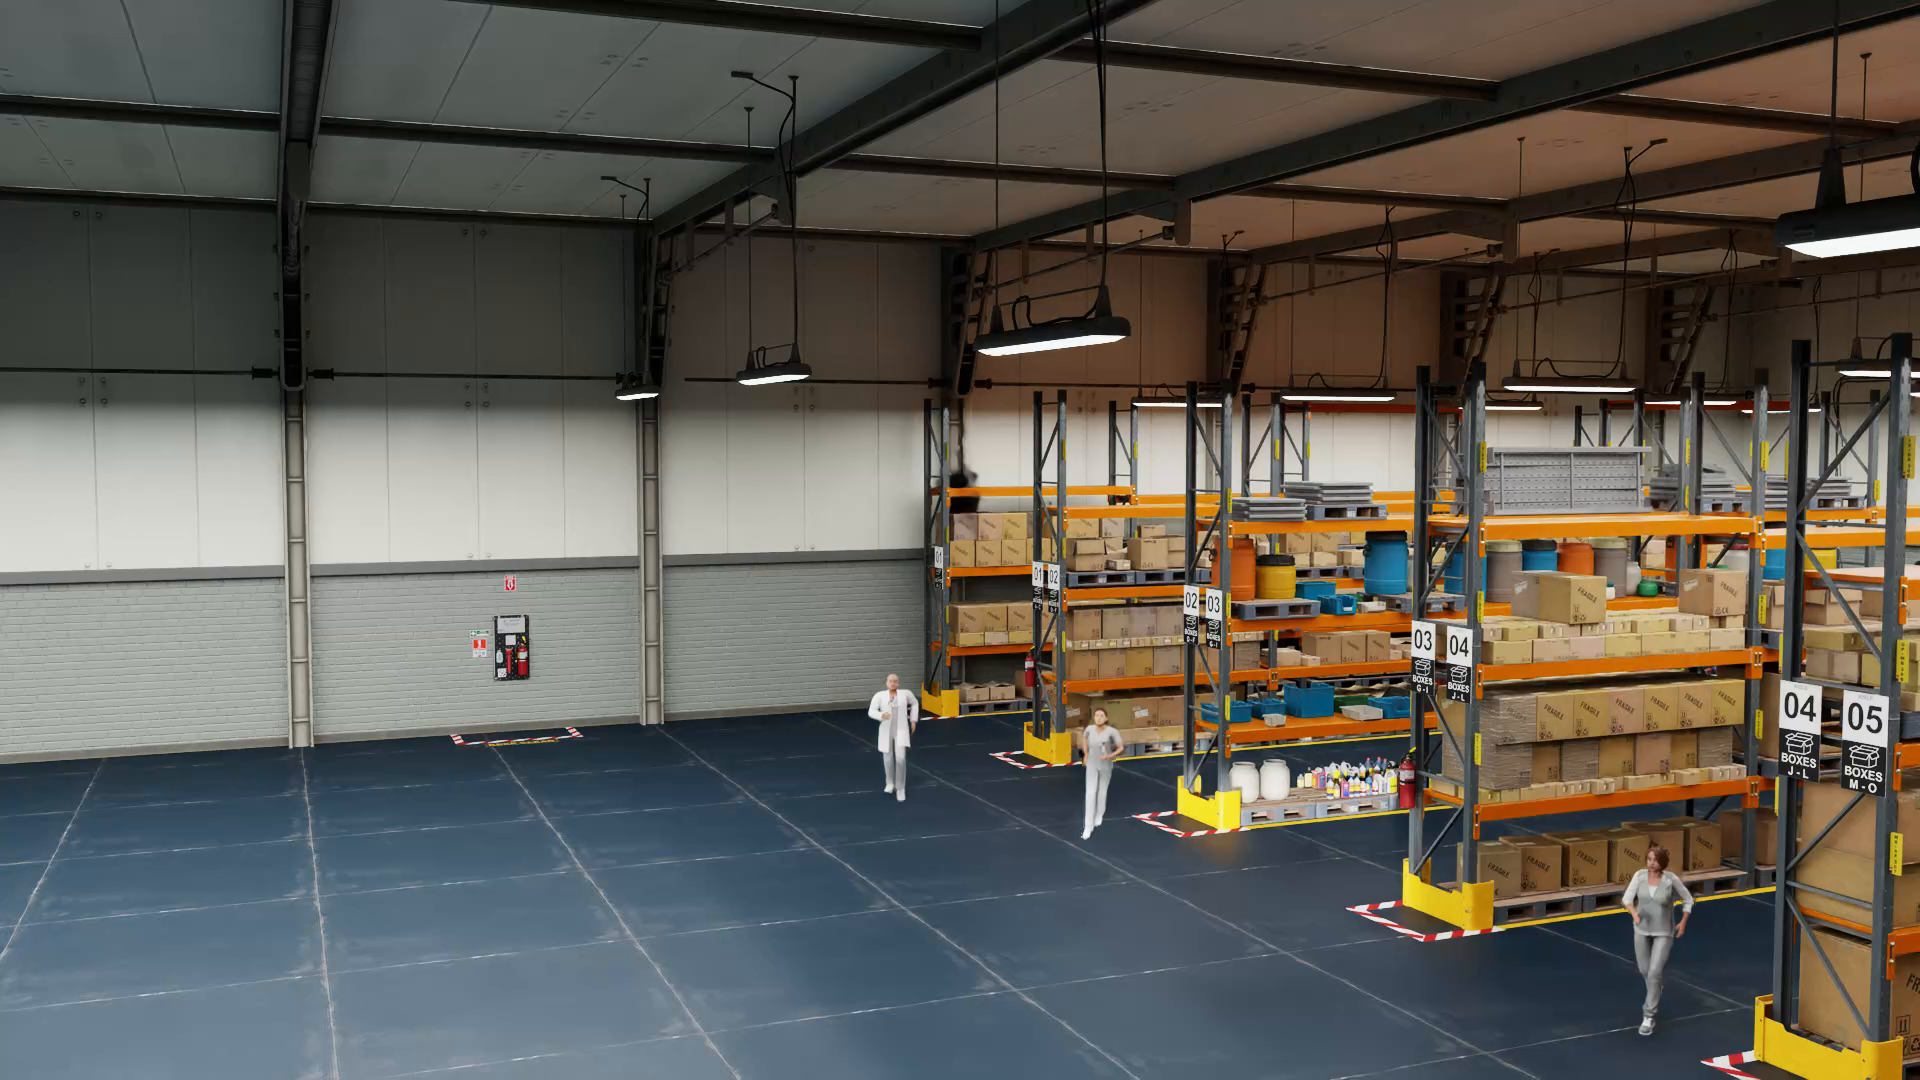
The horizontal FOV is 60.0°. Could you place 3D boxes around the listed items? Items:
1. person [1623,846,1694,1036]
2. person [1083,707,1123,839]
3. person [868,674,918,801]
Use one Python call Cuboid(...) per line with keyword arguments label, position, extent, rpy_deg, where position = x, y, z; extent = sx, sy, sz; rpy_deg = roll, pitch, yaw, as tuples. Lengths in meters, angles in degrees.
Cuboid(label="person", position=(6.179, 3.499, 14.754), extent=(0.566, 1.613, 0.778), rpy_deg=(3, 4, 38))
Cuboid(label="person", position=(1.887, 3.036, 21.972), extent=(0.570, 1.709, 0.828), rpy_deg=(1, 3, 13))
Cuboid(label="person", position=(-0.970, 2.861, 24.140), extent=(0.709, 1.856, 0.840), rpy_deg=(0, 3, 1))
